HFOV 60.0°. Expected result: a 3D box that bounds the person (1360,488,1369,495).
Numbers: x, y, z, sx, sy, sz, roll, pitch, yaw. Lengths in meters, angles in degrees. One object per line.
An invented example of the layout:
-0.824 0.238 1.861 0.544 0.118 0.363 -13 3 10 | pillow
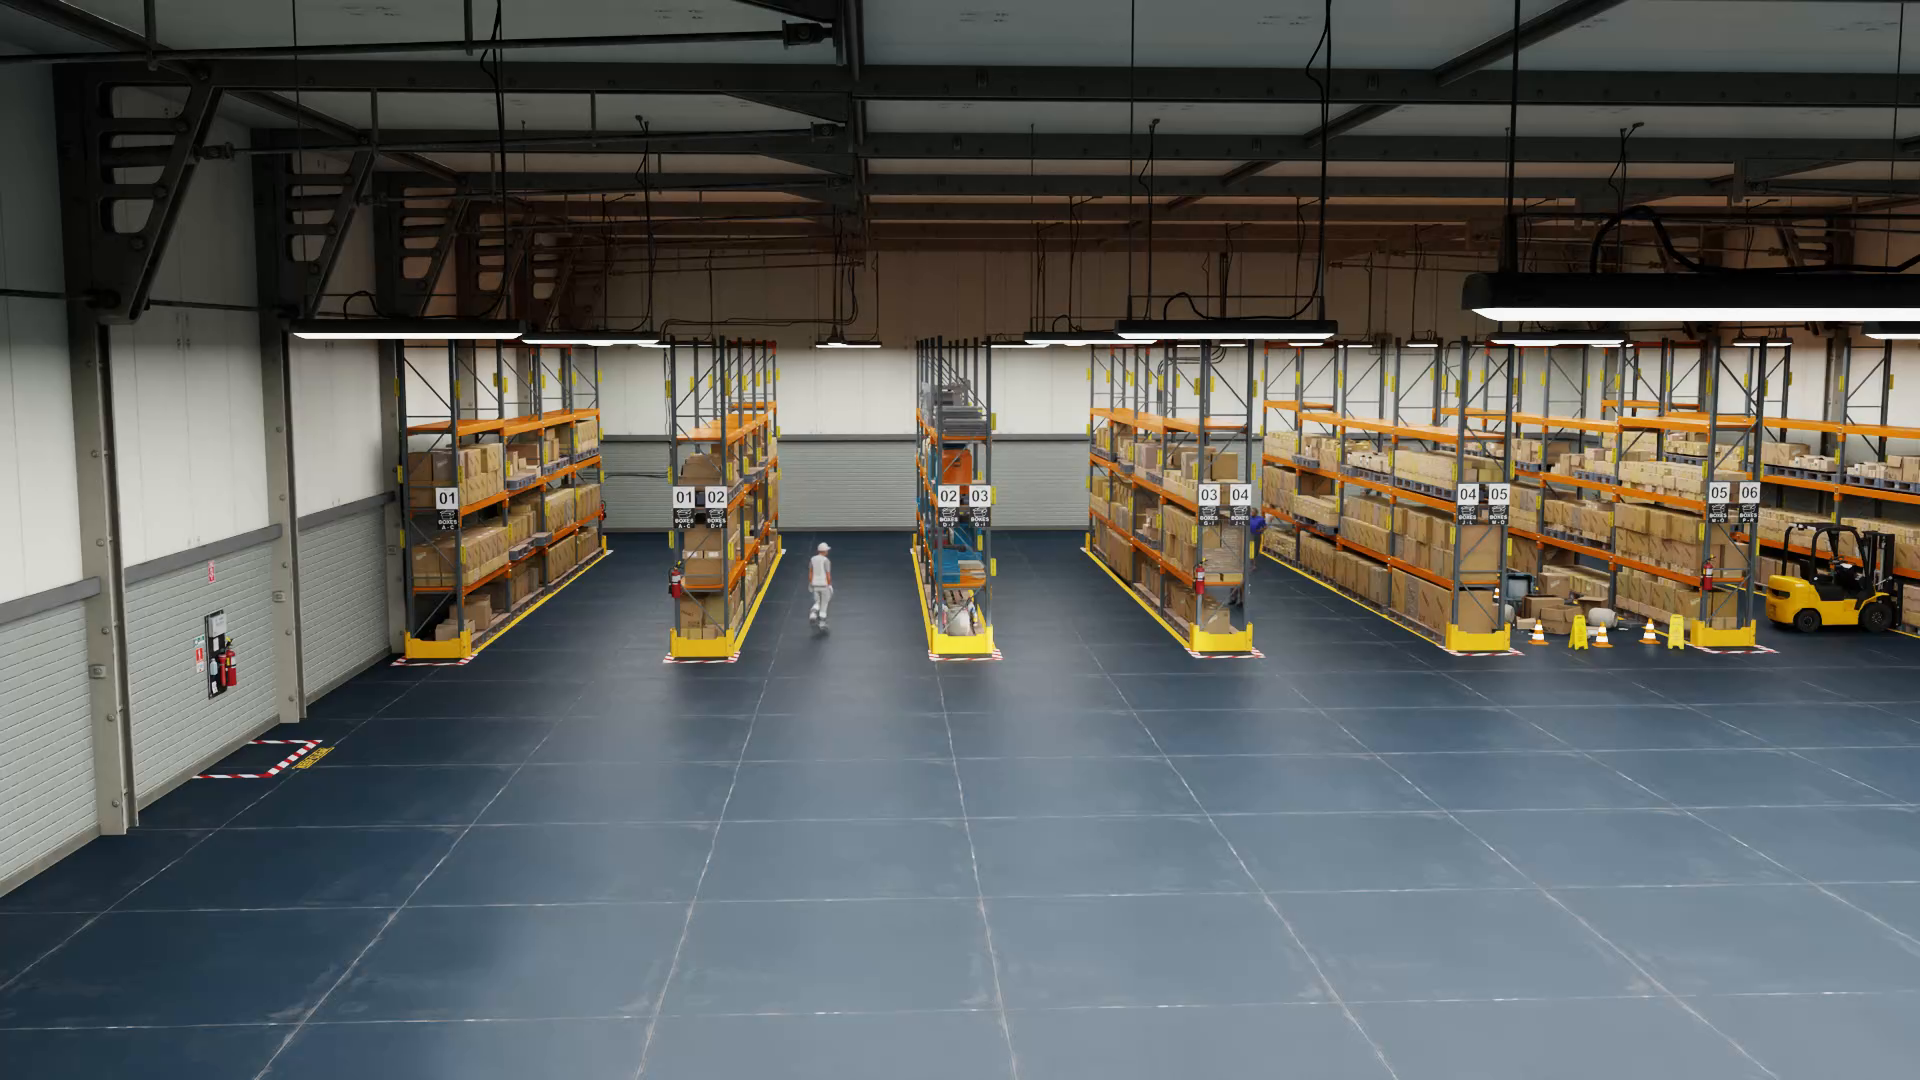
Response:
12.109 -0.751 49.683 0.845 1.624 0.546 -2 7 -14 | person

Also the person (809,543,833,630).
-2.866 0.947 34.131 0.557 1.781 0.497 4 8 31 | person

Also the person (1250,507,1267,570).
7.765 -0.061 43.559 0.528 1.609 1.028 0 6 -1 | person

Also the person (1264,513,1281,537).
9.158 -0.734 49.082 0.736 1.748 0.550 2 7 13 | person

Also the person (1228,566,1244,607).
6.256 0.620 37.348 0.386 1.730 0.559 -3 7 -28 | person
